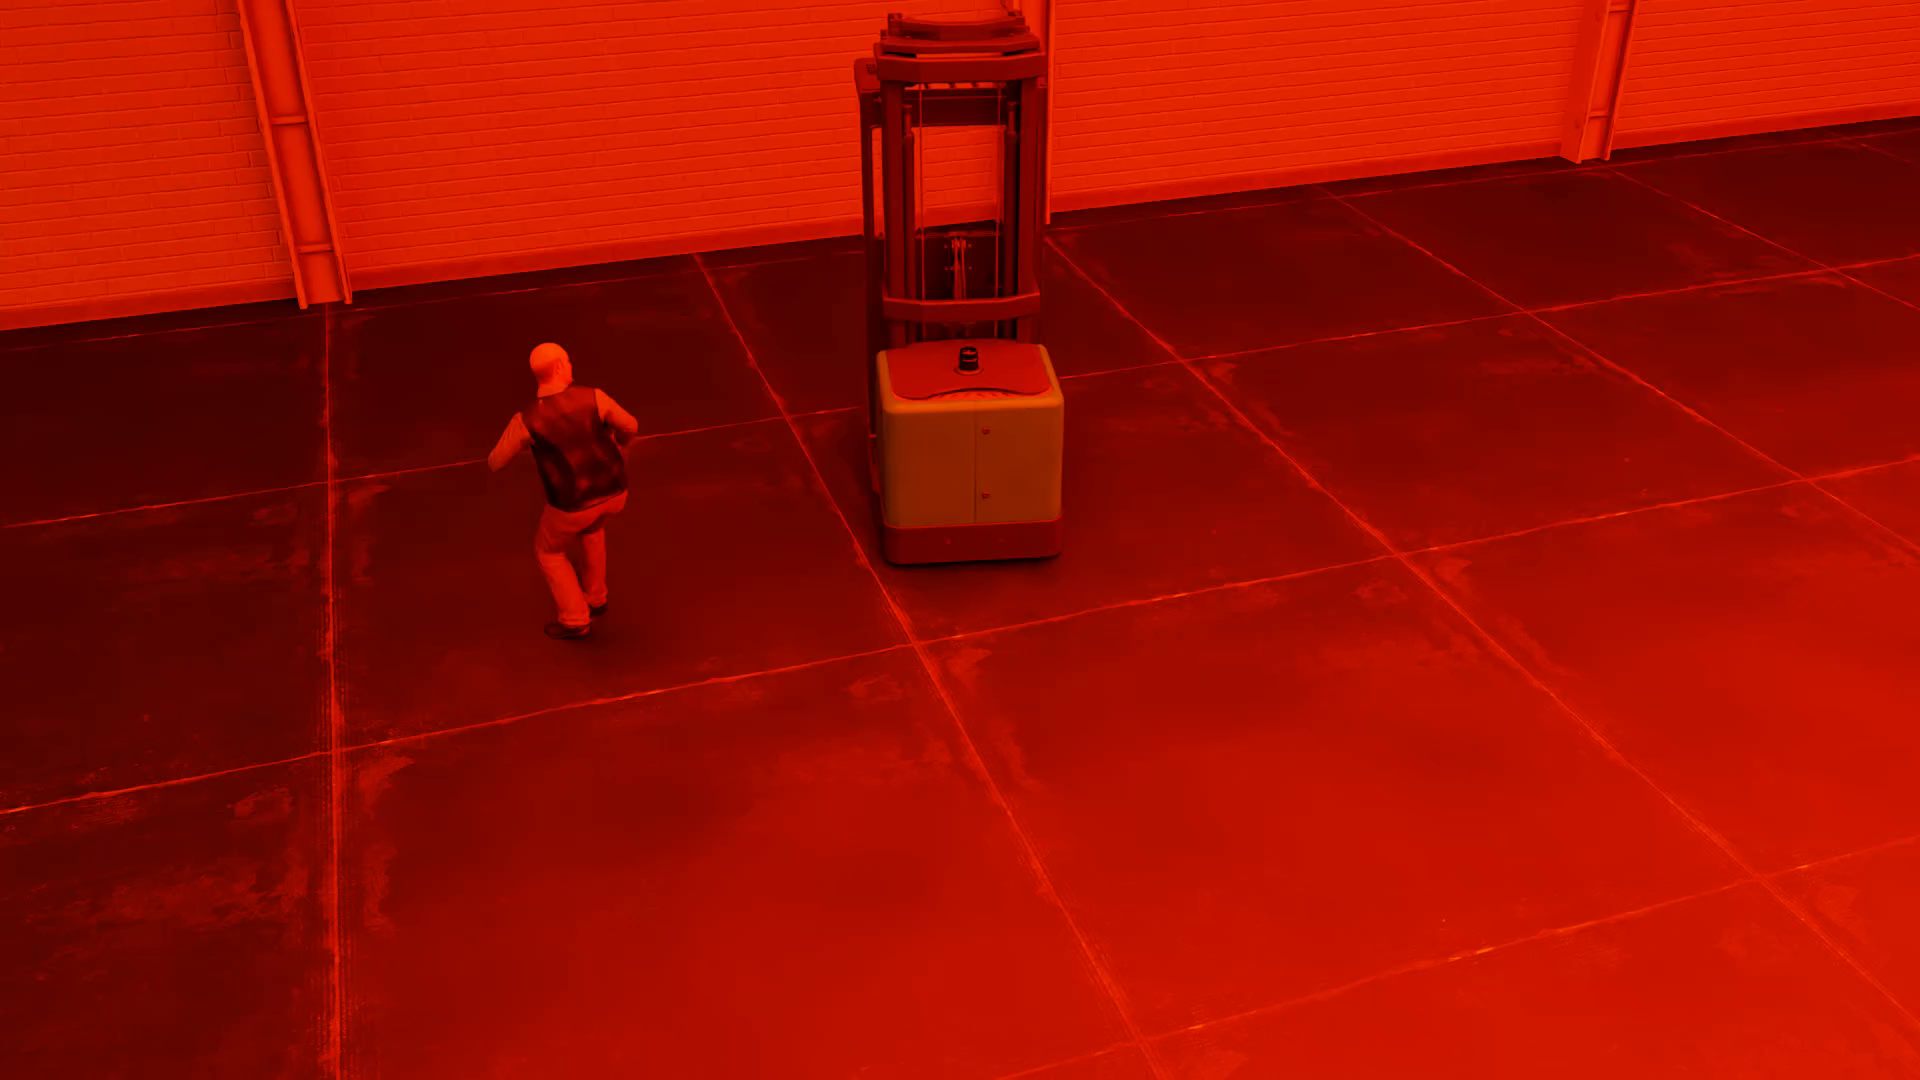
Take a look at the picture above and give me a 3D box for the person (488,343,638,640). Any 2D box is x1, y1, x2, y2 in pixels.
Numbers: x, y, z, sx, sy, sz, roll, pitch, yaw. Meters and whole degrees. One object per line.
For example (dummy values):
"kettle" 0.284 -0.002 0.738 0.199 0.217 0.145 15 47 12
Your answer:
"person" -2.115 -0.290 8.906 0.770 1.660 0.694 -21 36 -32

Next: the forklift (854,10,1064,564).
"forklift" -0.062 -1.839 10.284 1.130 2.935 3.031 -3 30 -5
